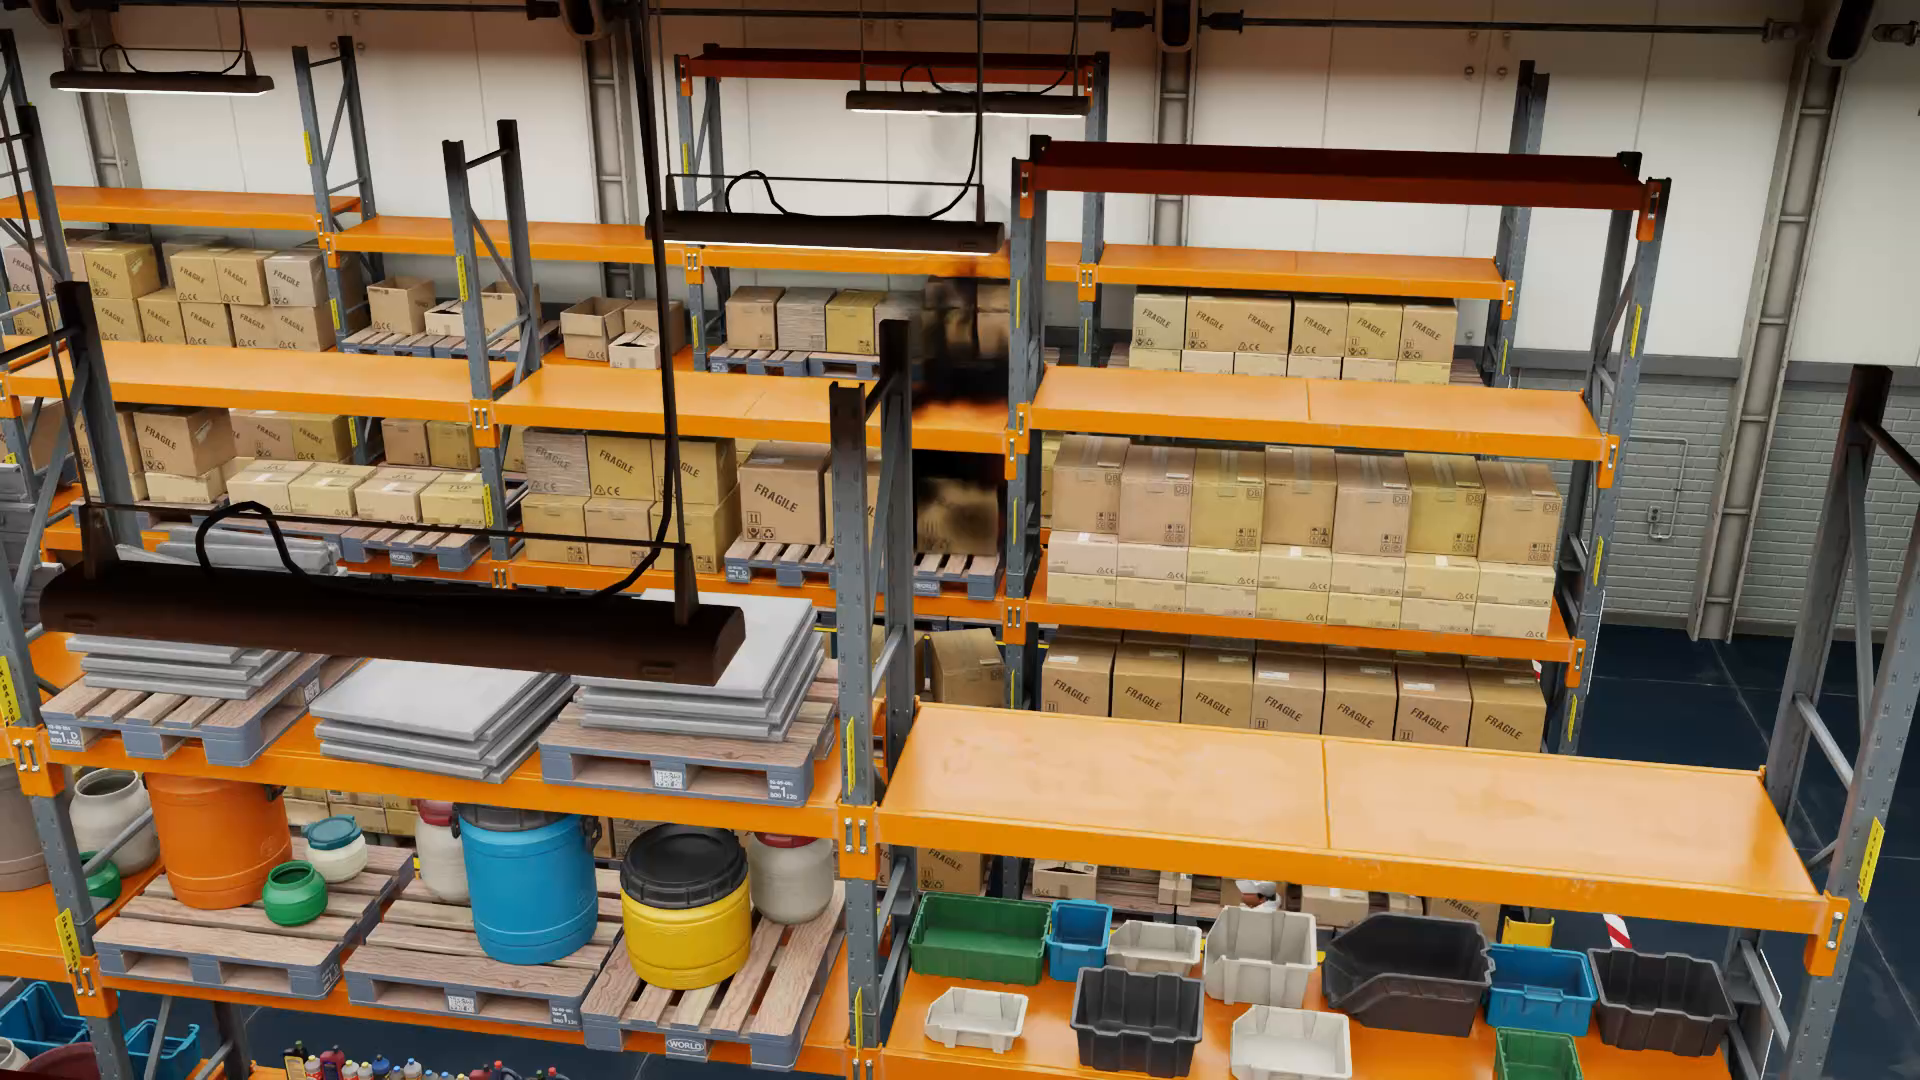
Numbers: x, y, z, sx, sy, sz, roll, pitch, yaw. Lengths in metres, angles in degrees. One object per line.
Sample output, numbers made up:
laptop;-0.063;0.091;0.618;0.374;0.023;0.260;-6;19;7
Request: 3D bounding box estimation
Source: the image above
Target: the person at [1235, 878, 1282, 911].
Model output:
person;1.965;2.954;11.324;0.718;1.638;0.644;-2;23;-5
